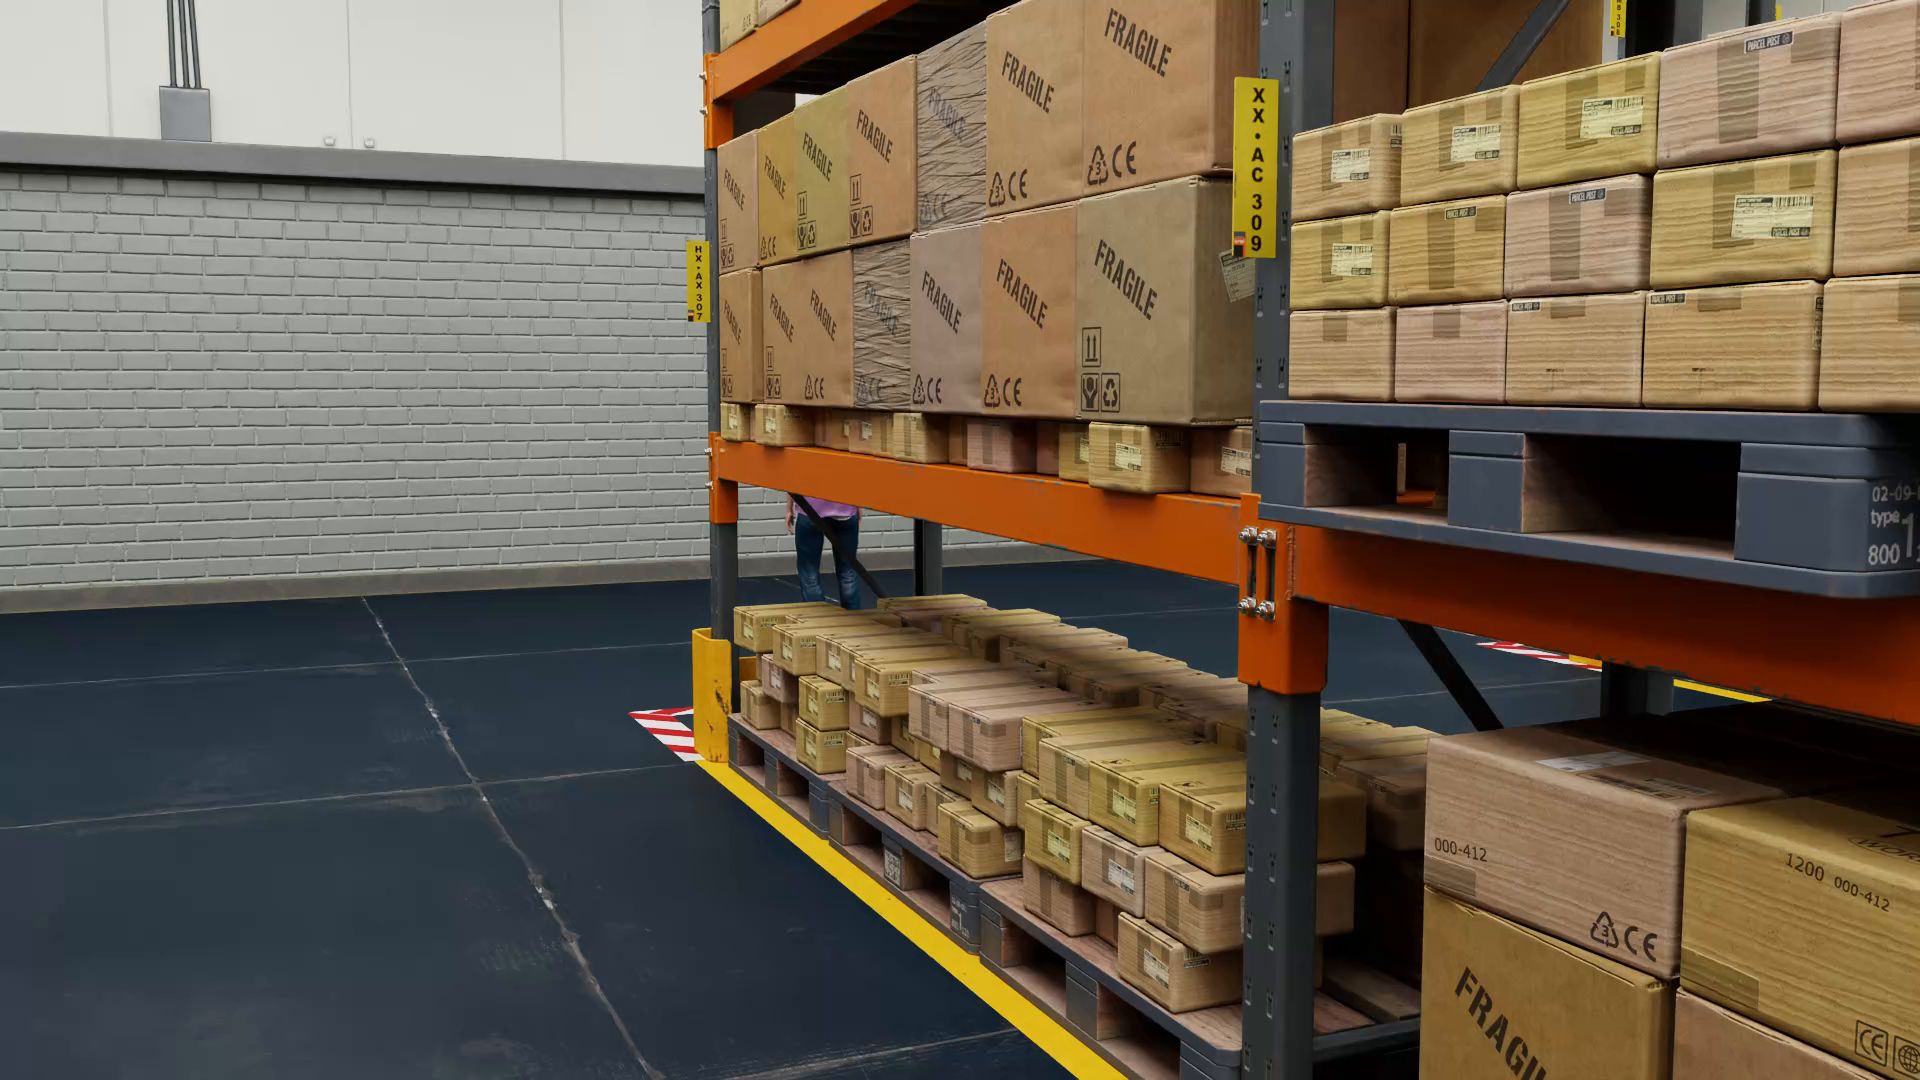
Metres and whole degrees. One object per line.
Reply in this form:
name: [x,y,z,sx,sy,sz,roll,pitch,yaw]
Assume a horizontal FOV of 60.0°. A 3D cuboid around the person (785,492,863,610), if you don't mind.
person: [-0.743,-0.146,9.207,0.470,1.591,0.350,-3,6,-25]
